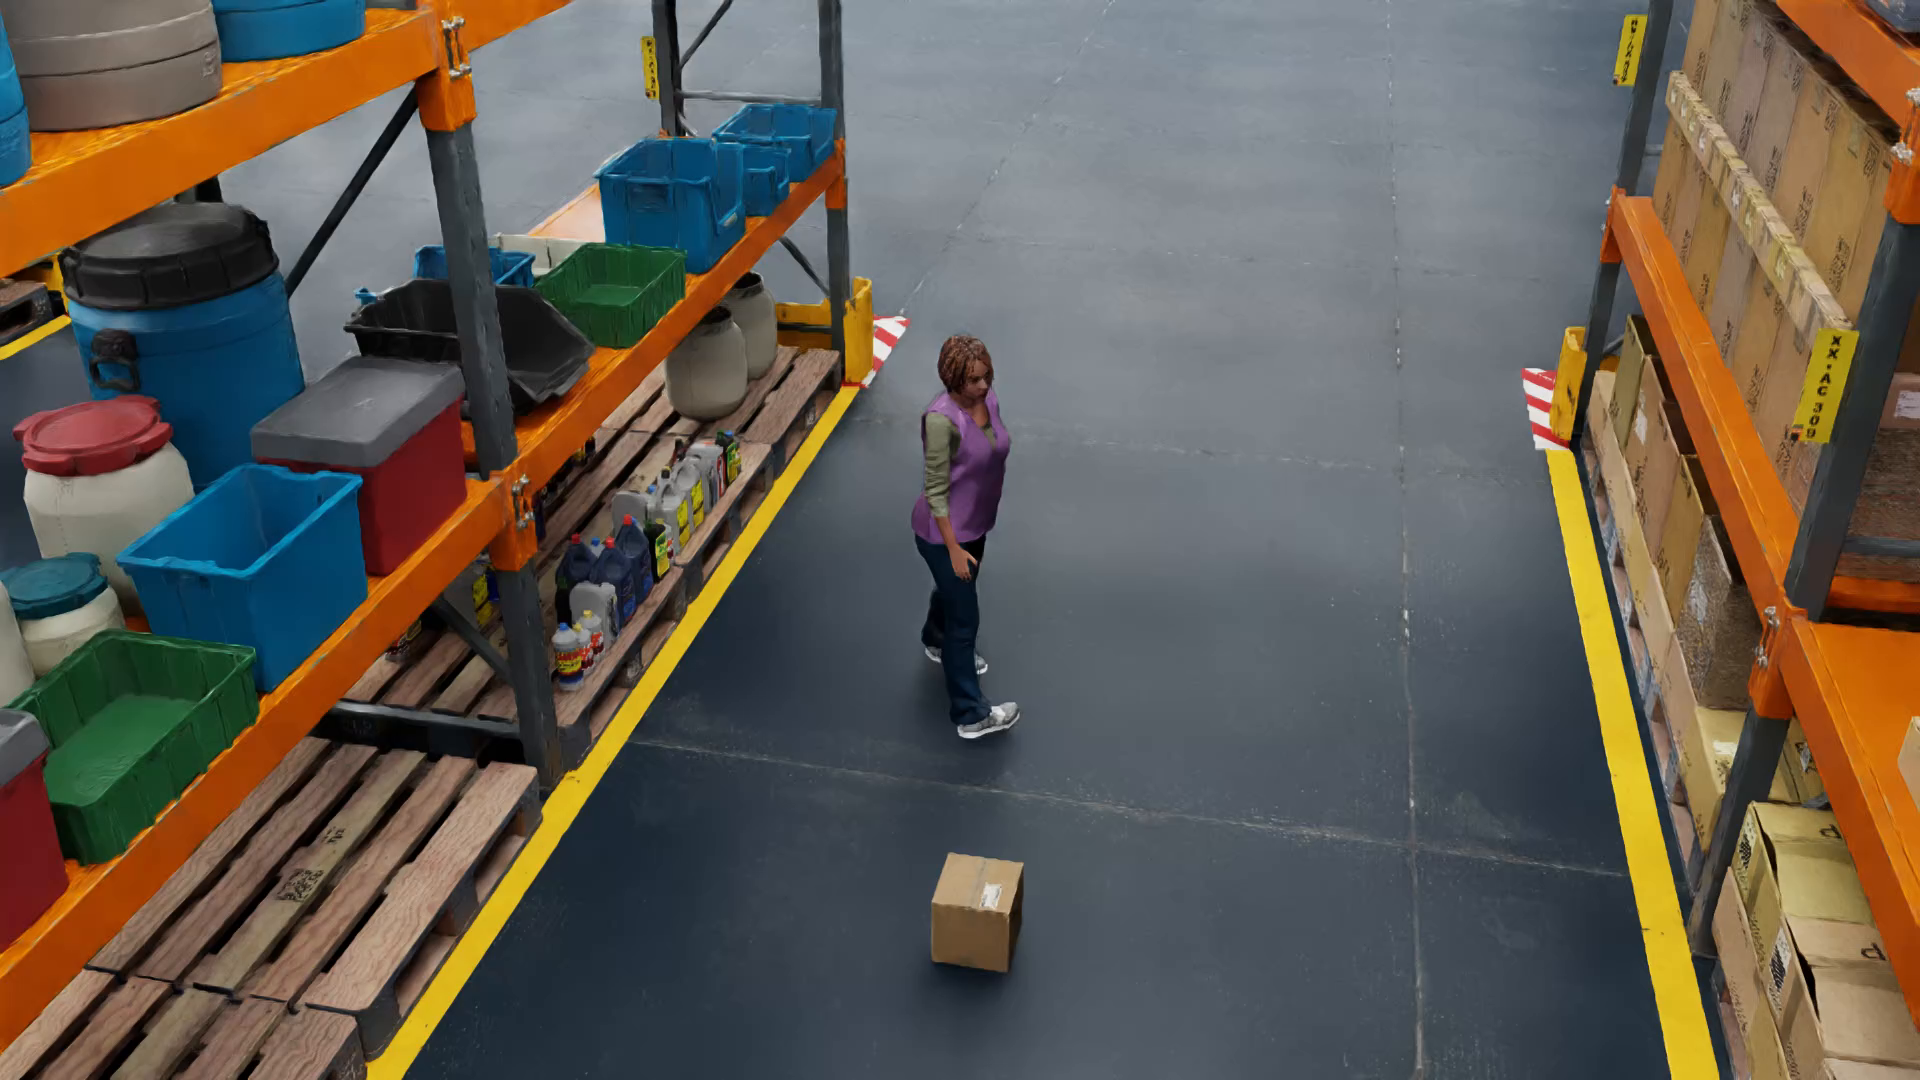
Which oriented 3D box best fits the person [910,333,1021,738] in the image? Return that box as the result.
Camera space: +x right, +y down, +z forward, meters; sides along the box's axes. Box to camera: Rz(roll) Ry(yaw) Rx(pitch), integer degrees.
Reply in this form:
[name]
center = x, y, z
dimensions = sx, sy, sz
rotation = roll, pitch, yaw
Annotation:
[person]
center = 0.012, -0.053, 6.242
dimensions = 0.546, 1.590, 0.530
rotation = 13, 32, 22
